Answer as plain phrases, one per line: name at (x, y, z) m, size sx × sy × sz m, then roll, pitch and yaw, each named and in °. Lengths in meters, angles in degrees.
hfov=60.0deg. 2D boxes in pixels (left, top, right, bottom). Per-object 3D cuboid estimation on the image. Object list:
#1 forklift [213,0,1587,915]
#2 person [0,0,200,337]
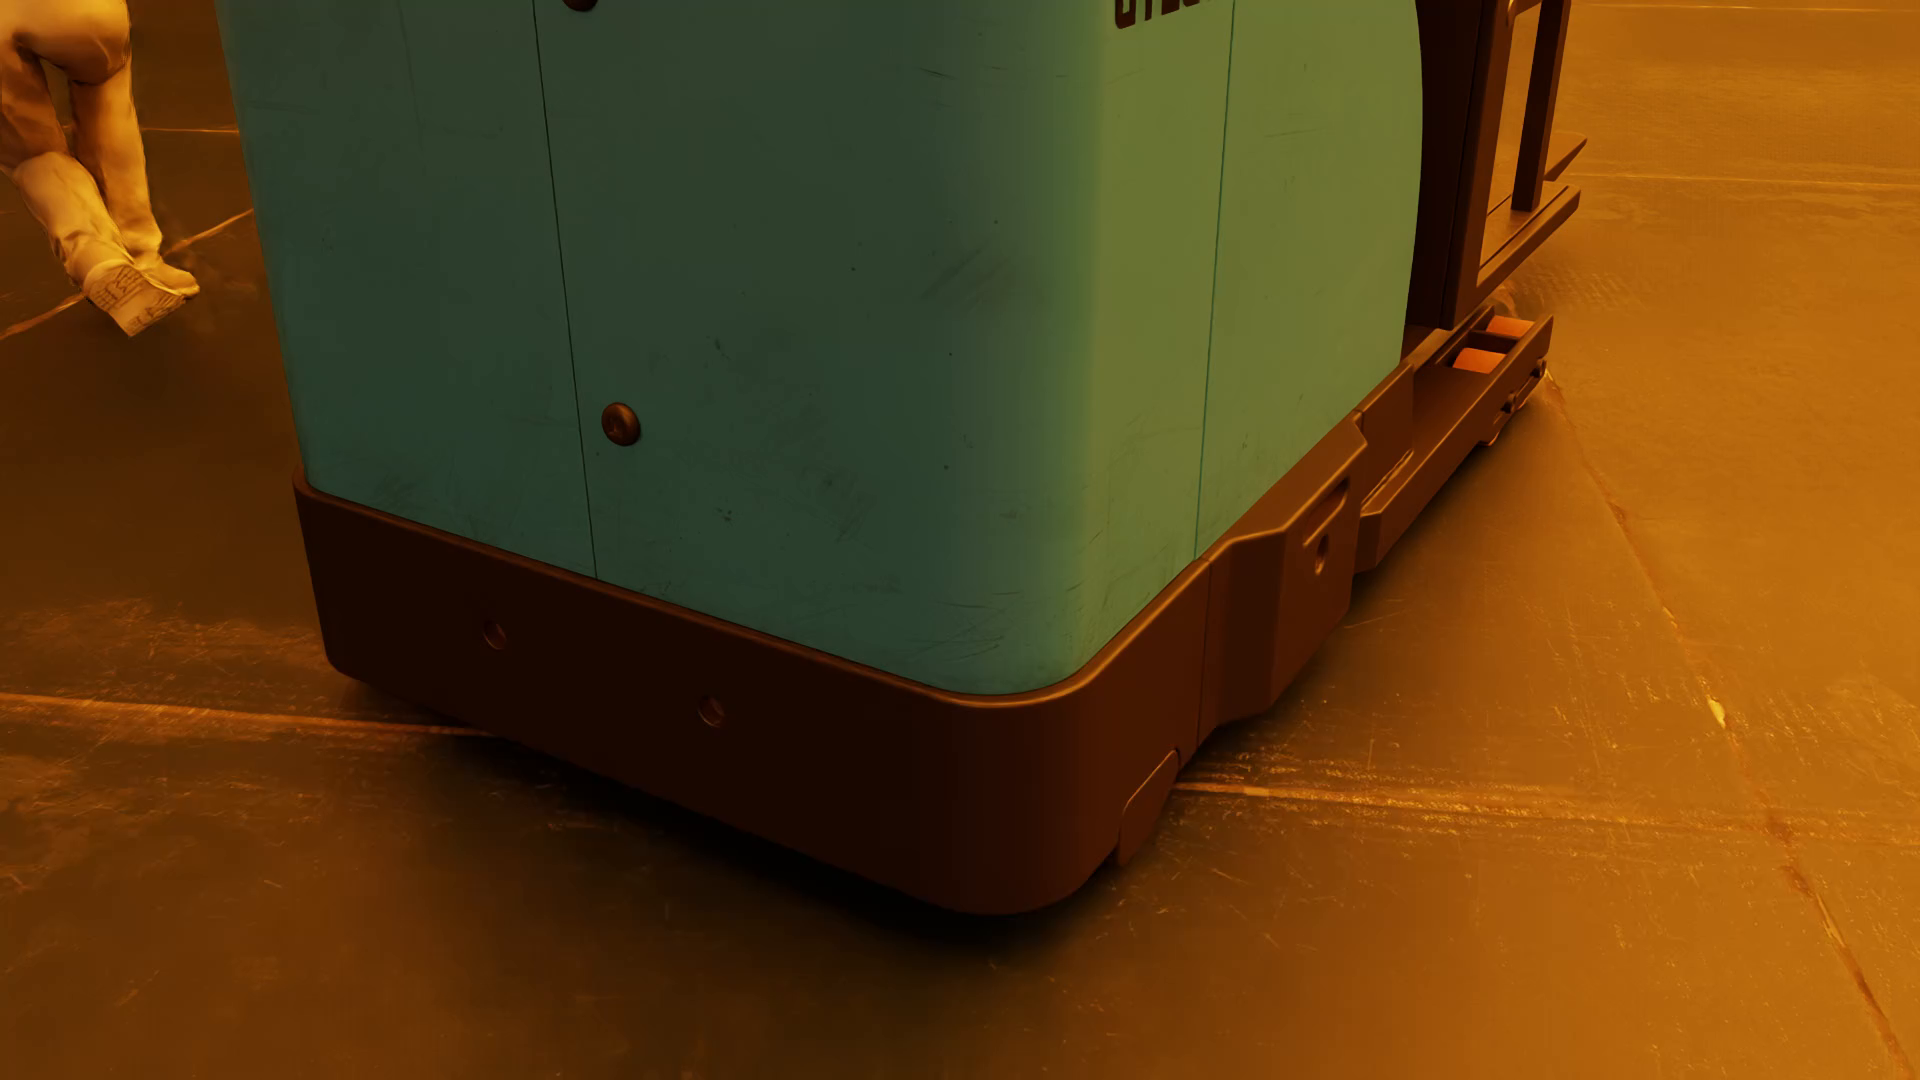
forklift at (0.400, -1.565, 2.354) m, size 1.130 × 2.935 × 3.031 m, roll 15°, pitch 30°, yaw 27°
person at (-1.662, -1.109, 3.176) m, size 0.730 × 1.409 × 1.011 m, roll -8°, pitch 28°, yaw -15°
